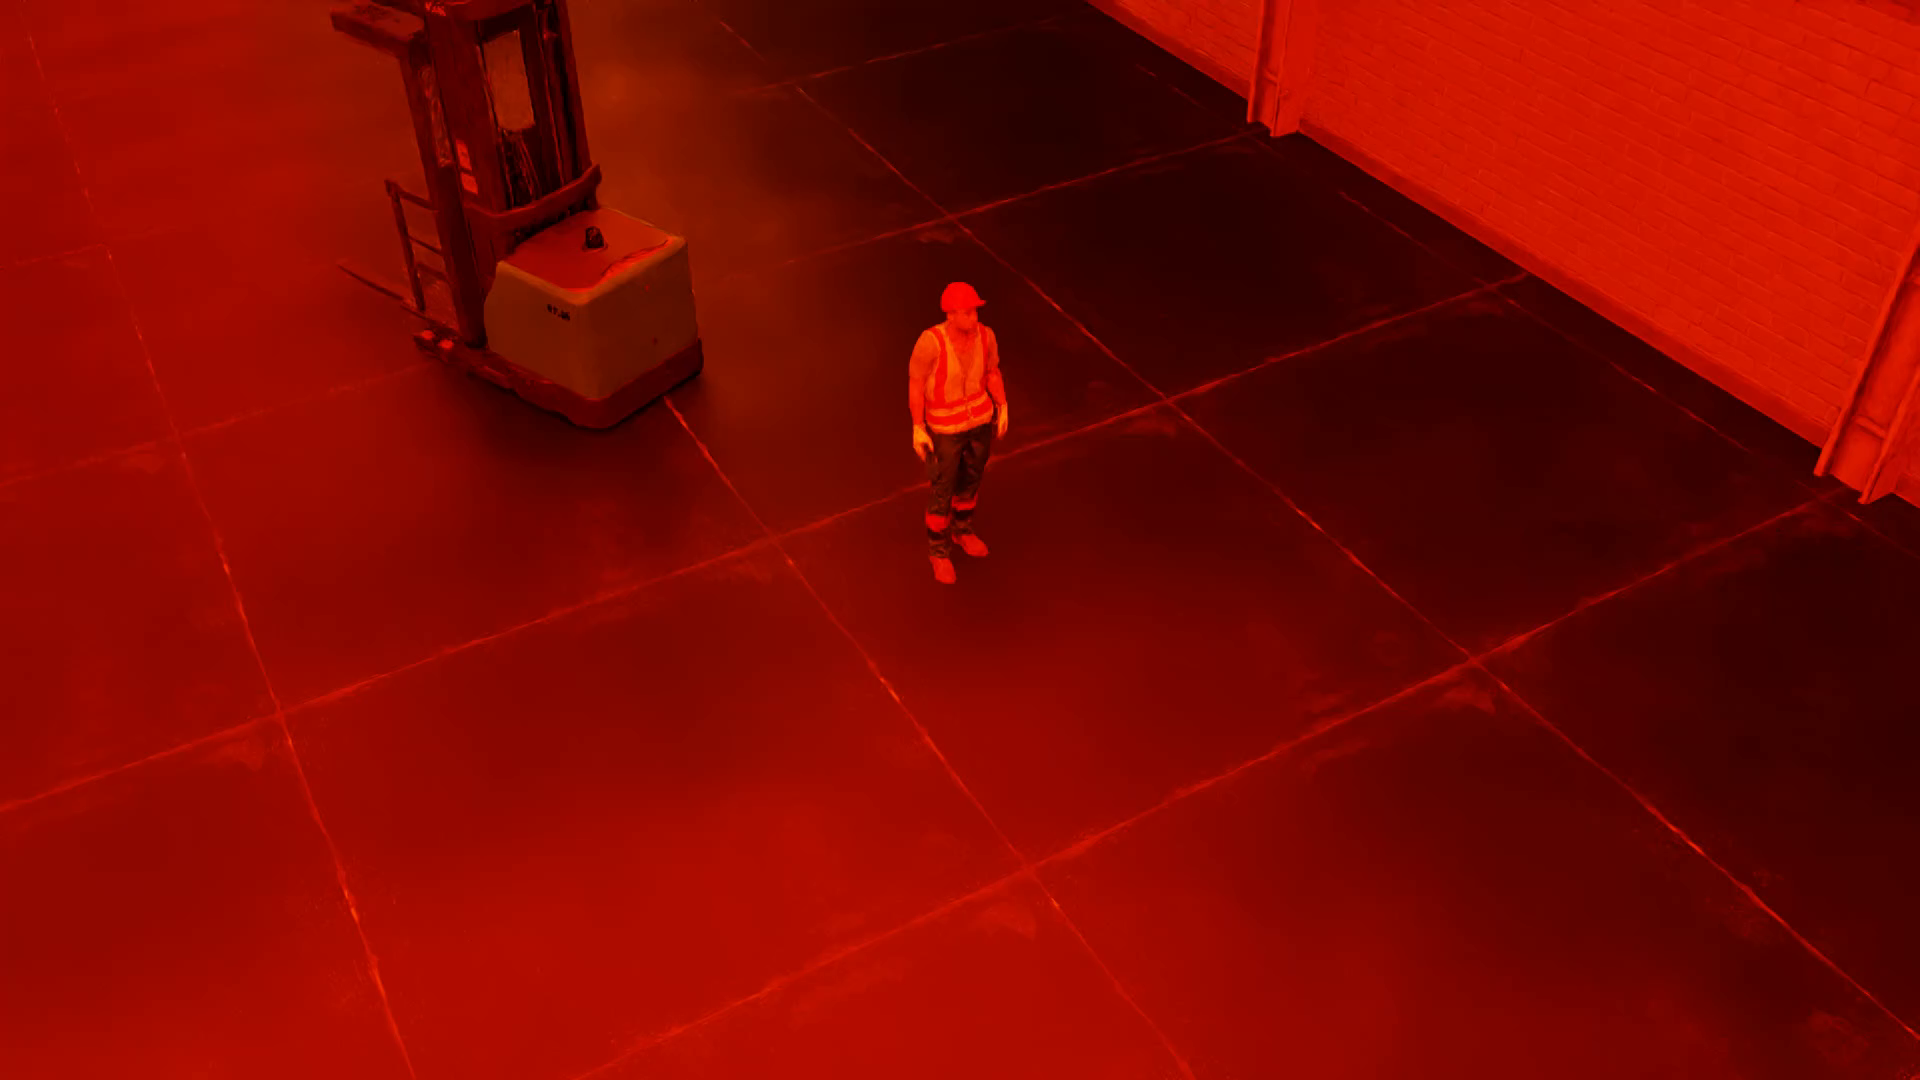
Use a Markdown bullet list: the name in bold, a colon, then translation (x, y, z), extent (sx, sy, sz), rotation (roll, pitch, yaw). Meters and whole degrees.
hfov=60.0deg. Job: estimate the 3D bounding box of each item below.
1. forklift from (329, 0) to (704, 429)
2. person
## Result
- **forklift**: translation (-3.289, -2.634, 11.212), extent (3.031, 2.935, 1.130), rotation (26, 46, 28)
- **person**: translation (0.031, -0.646, 9.699), extent (0.637, 1.787, 0.563), rotation (-20, 44, -23)
